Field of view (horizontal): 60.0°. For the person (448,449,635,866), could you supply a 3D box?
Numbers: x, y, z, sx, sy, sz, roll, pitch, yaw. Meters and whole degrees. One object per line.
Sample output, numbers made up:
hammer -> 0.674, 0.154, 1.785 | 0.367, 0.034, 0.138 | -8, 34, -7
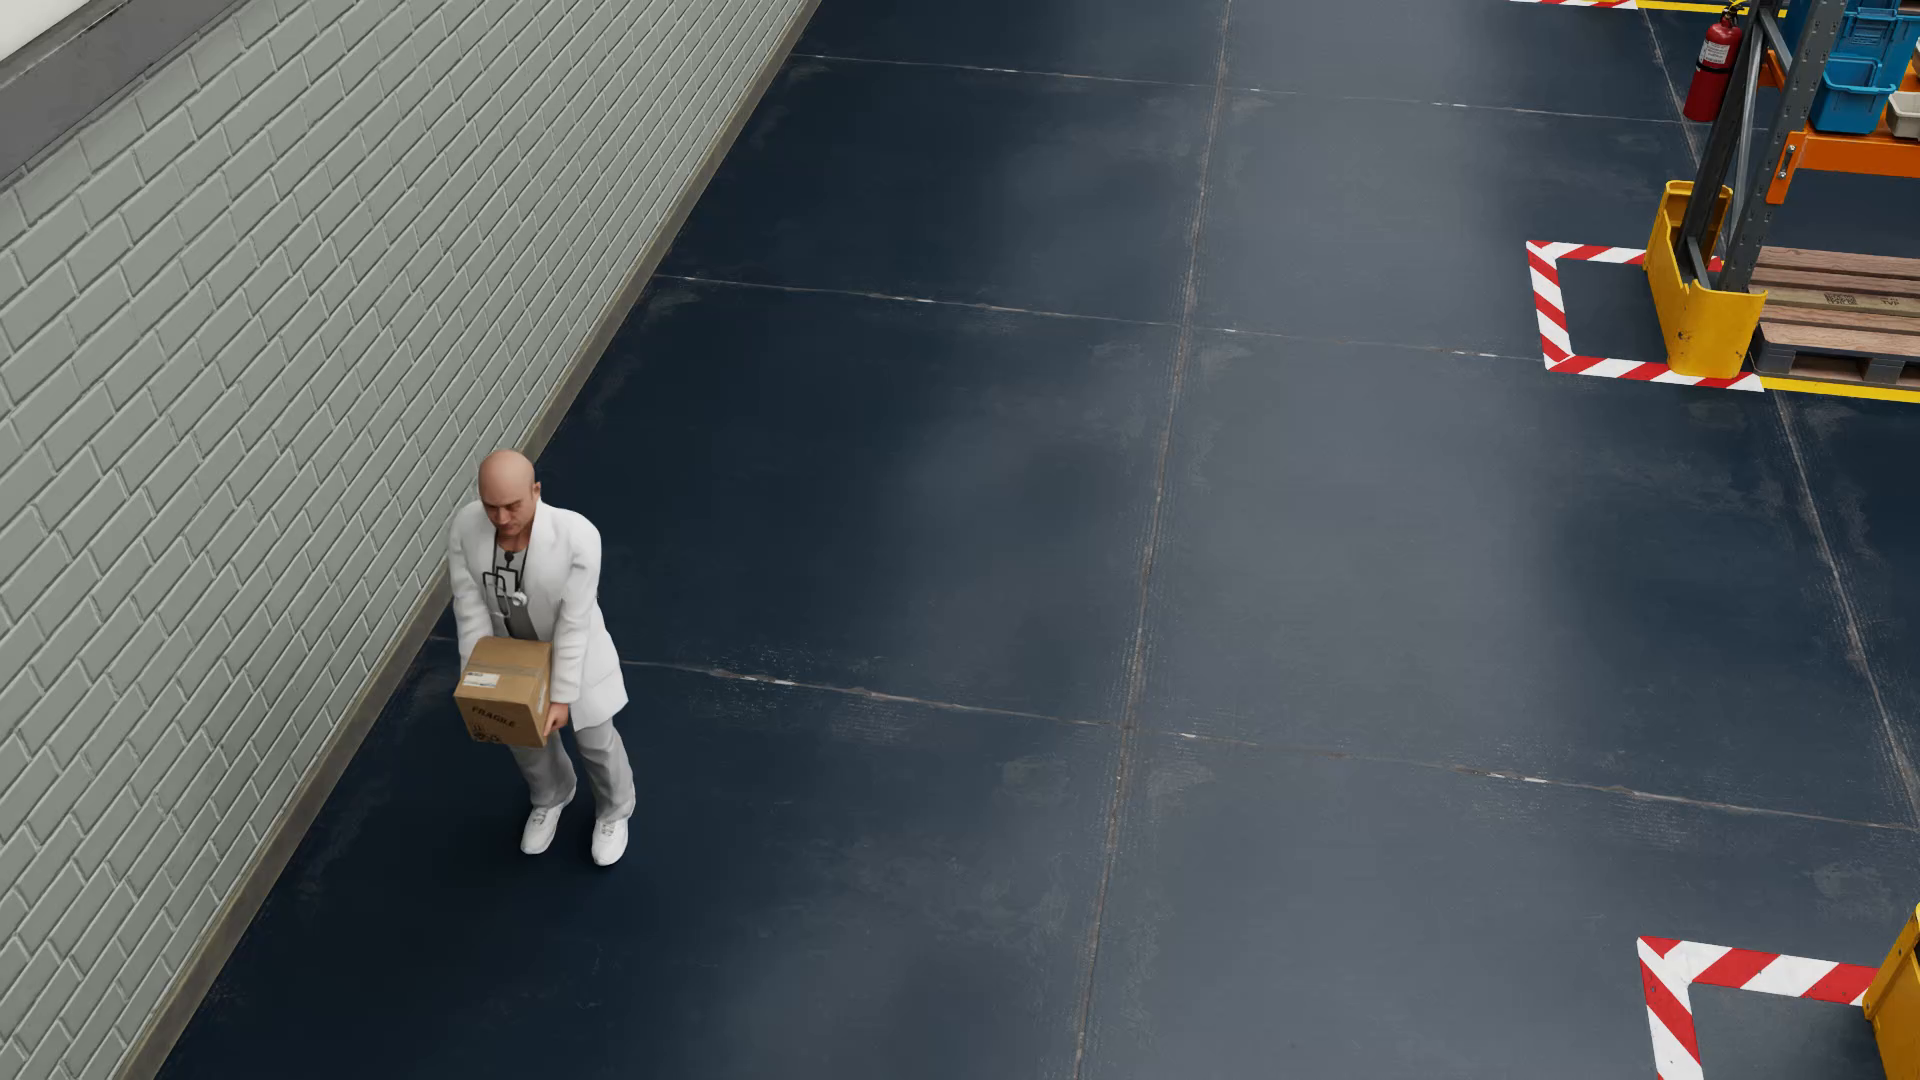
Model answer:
person -> -1.431, 0.450, 5.639 | 0.530, 1.777, 0.575 | 6, 40, 7
